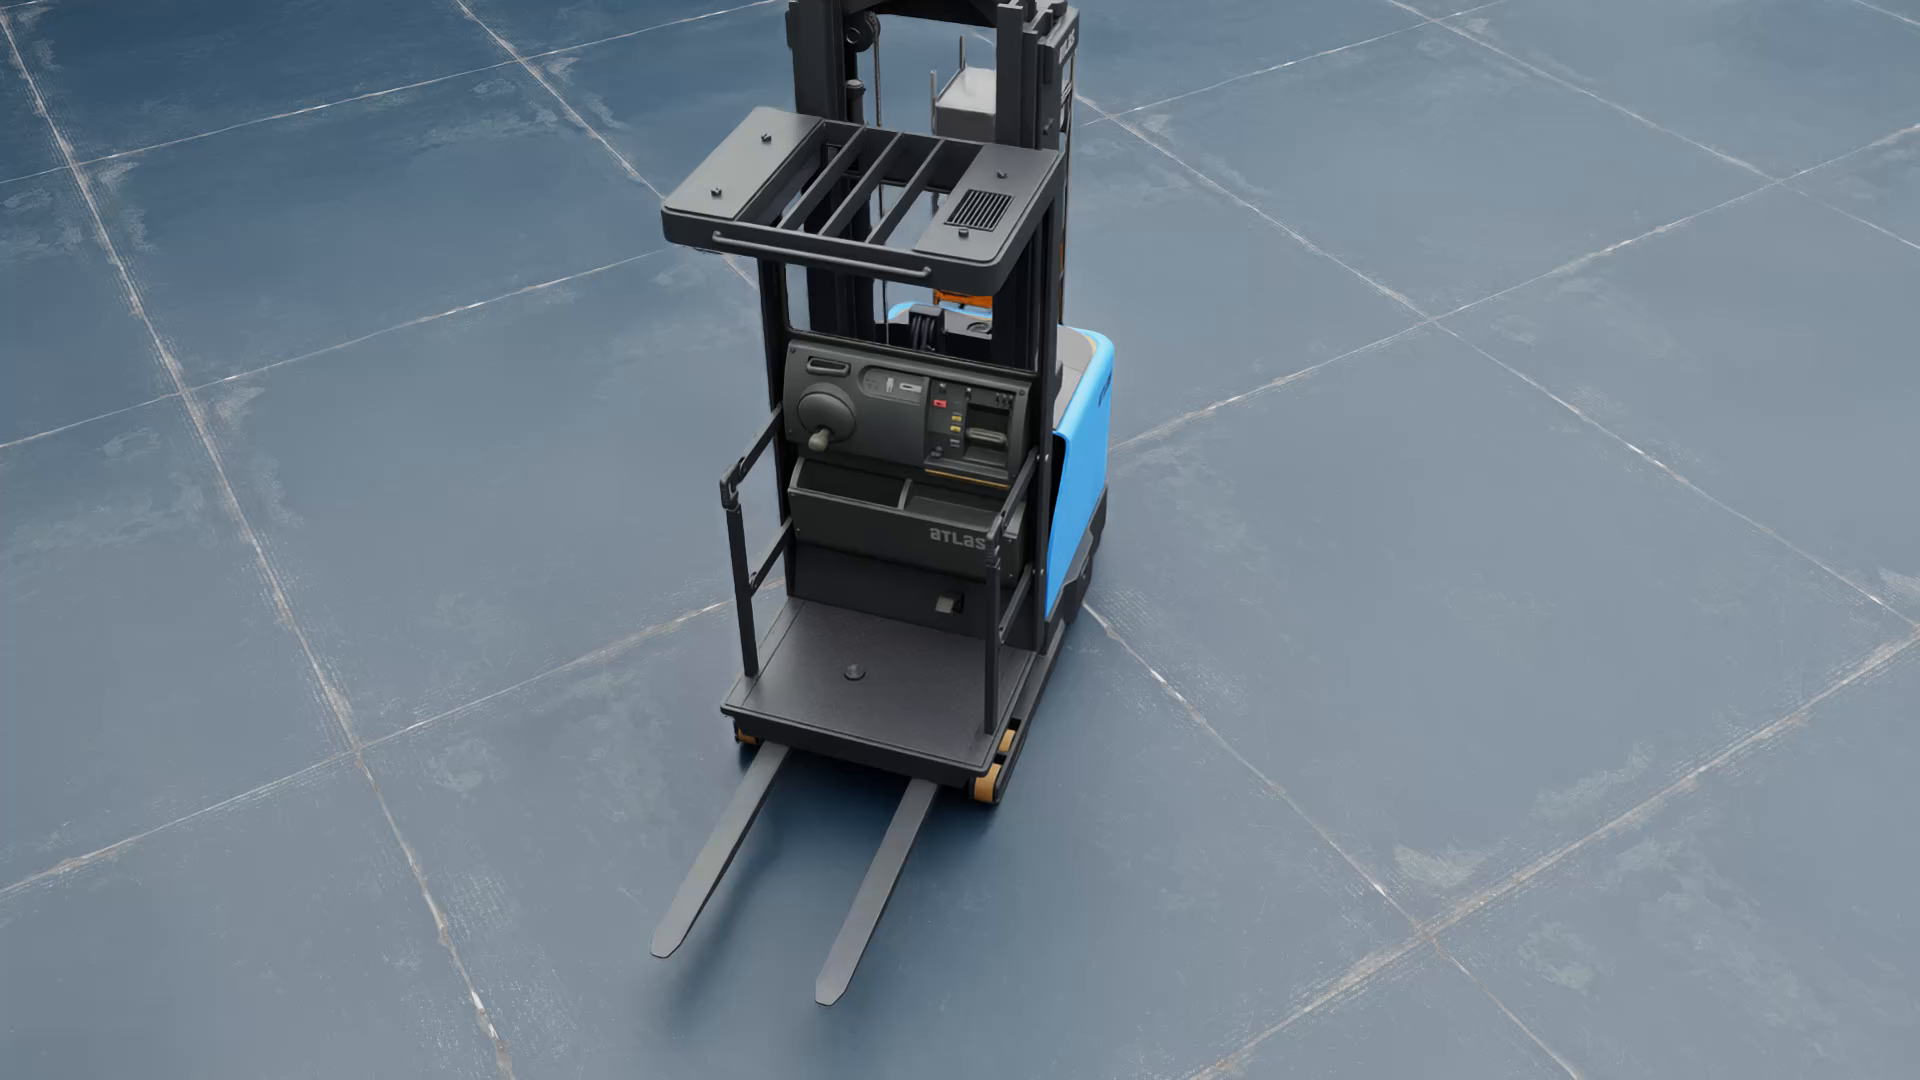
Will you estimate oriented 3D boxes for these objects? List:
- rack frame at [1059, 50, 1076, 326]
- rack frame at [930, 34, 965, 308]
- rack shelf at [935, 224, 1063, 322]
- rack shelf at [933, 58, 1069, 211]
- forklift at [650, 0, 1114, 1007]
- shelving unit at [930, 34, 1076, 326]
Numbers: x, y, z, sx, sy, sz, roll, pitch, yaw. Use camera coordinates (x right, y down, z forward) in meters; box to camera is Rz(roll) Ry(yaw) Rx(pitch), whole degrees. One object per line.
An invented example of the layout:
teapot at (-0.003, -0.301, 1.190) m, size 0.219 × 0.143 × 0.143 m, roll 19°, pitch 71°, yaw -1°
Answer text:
rack frame at (0.413, -1.112, 7.444) m, size 0.015 × 2.100 × 0.400 m, roll 12°, pitch 41°, yaw 14°
rack frame at (-0.050, -1.211, 7.563) m, size 0.015 × 2.100 × 0.400 m, roll 12°, pitch 41°, yaw 14°
rack shelf at (0.182, -1.151, 7.512) m, size 0.480 × 0.518 × 0.431 m, roll 12°, pitch 41°, yaw 14°
rack shelf at (0.181, -1.689, 7.064) m, size 0.480 × 0.518 × 0.431 m, roll 12°, pitch 41°, yaw 14°
forklift at (-0.270, -0.388, 5.927) m, size 1.130 × 2.935 × 3.031 m, roll 12°, pitch 41°, yaw 14°
shelving unit at (0.182, -1.162, 7.503) m, size 0.503 × 2.100 × 0.431 m, roll 12°, pitch 41°, yaw 14°
